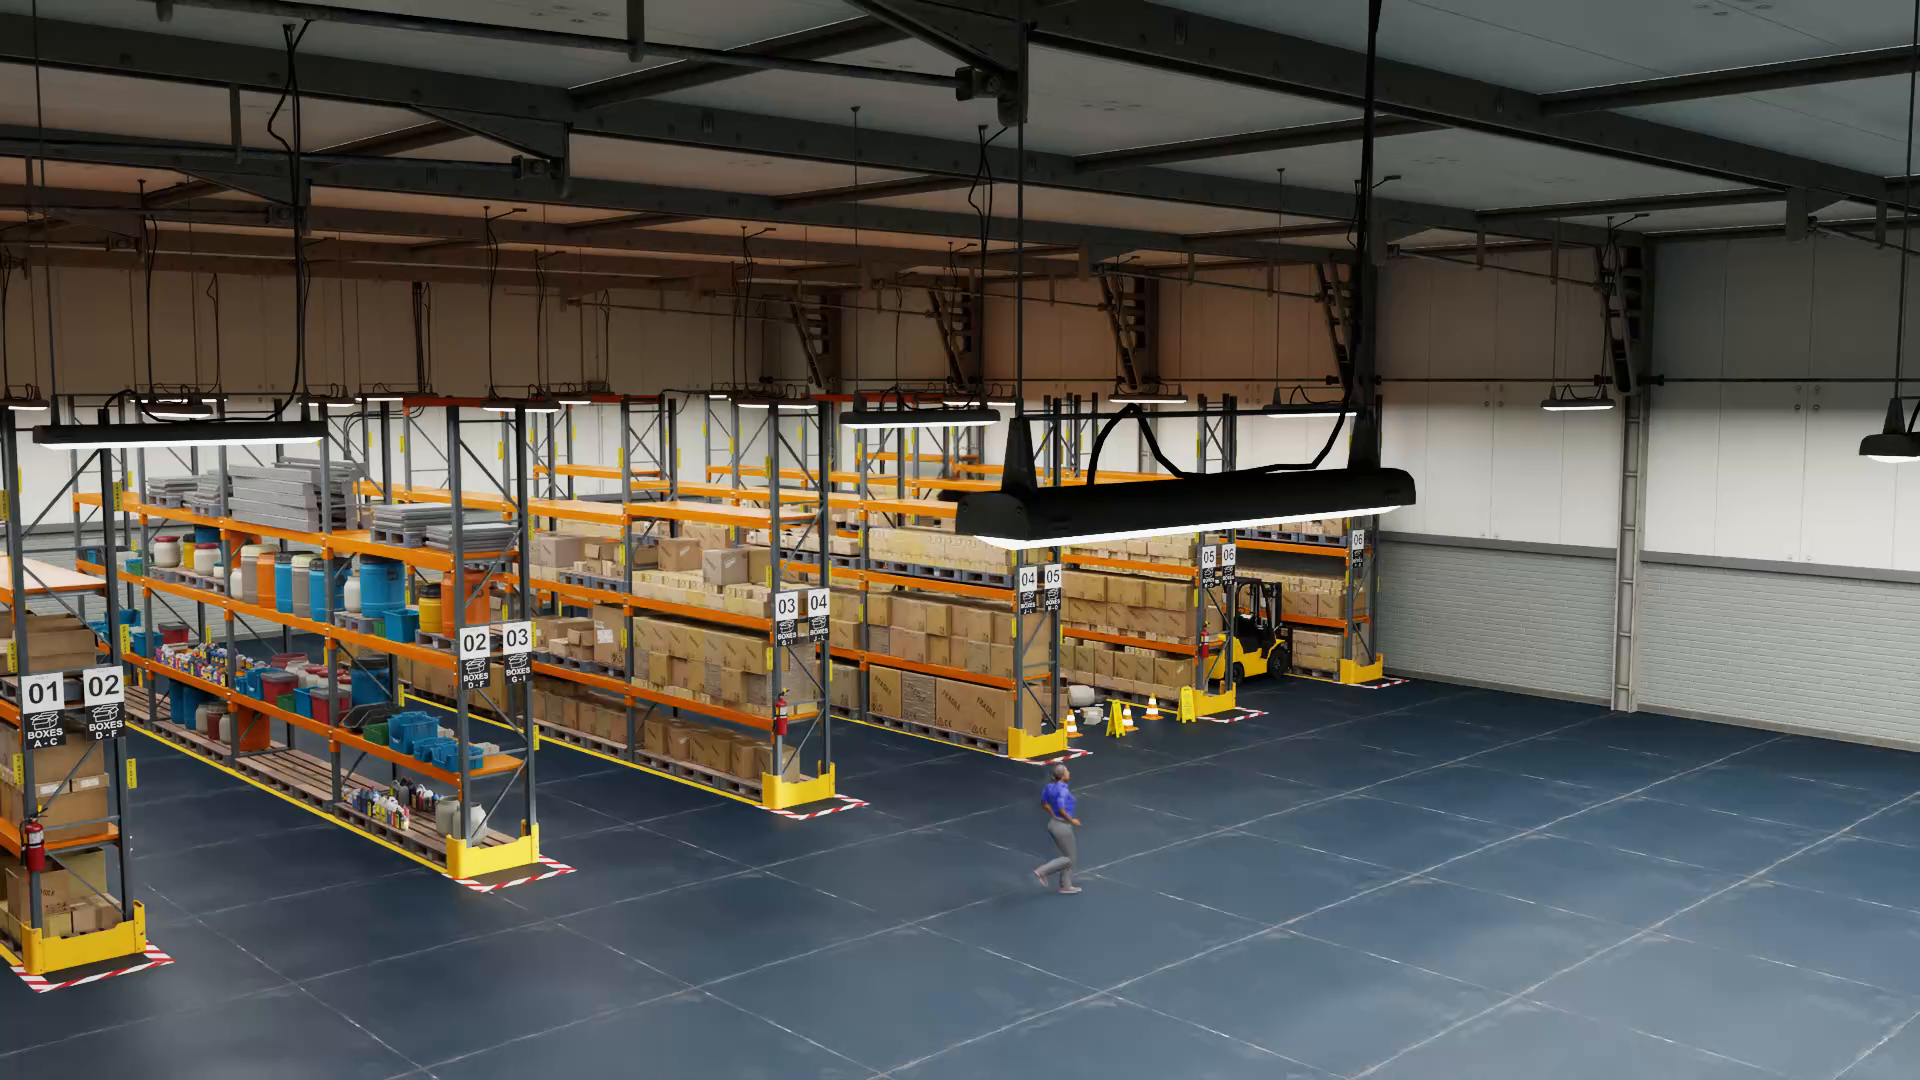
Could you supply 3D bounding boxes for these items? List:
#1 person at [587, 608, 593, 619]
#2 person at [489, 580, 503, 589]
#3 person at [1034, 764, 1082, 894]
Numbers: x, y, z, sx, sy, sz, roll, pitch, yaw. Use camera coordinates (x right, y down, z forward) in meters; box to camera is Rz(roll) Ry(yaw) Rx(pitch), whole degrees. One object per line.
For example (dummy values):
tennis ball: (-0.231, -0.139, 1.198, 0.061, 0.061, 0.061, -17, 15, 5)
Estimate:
person: (-9.170, 1.459, 41.965, 0.532, 1.598, 0.878, 5, 8, 44)
person: (-11.146, 1.671, 39.466, 0.801, 1.684, 0.635, 1, 6, 6)
person: (1.179, 3.602, 20.419, 0.664, 1.532, 0.572, -2, 6, -23)
